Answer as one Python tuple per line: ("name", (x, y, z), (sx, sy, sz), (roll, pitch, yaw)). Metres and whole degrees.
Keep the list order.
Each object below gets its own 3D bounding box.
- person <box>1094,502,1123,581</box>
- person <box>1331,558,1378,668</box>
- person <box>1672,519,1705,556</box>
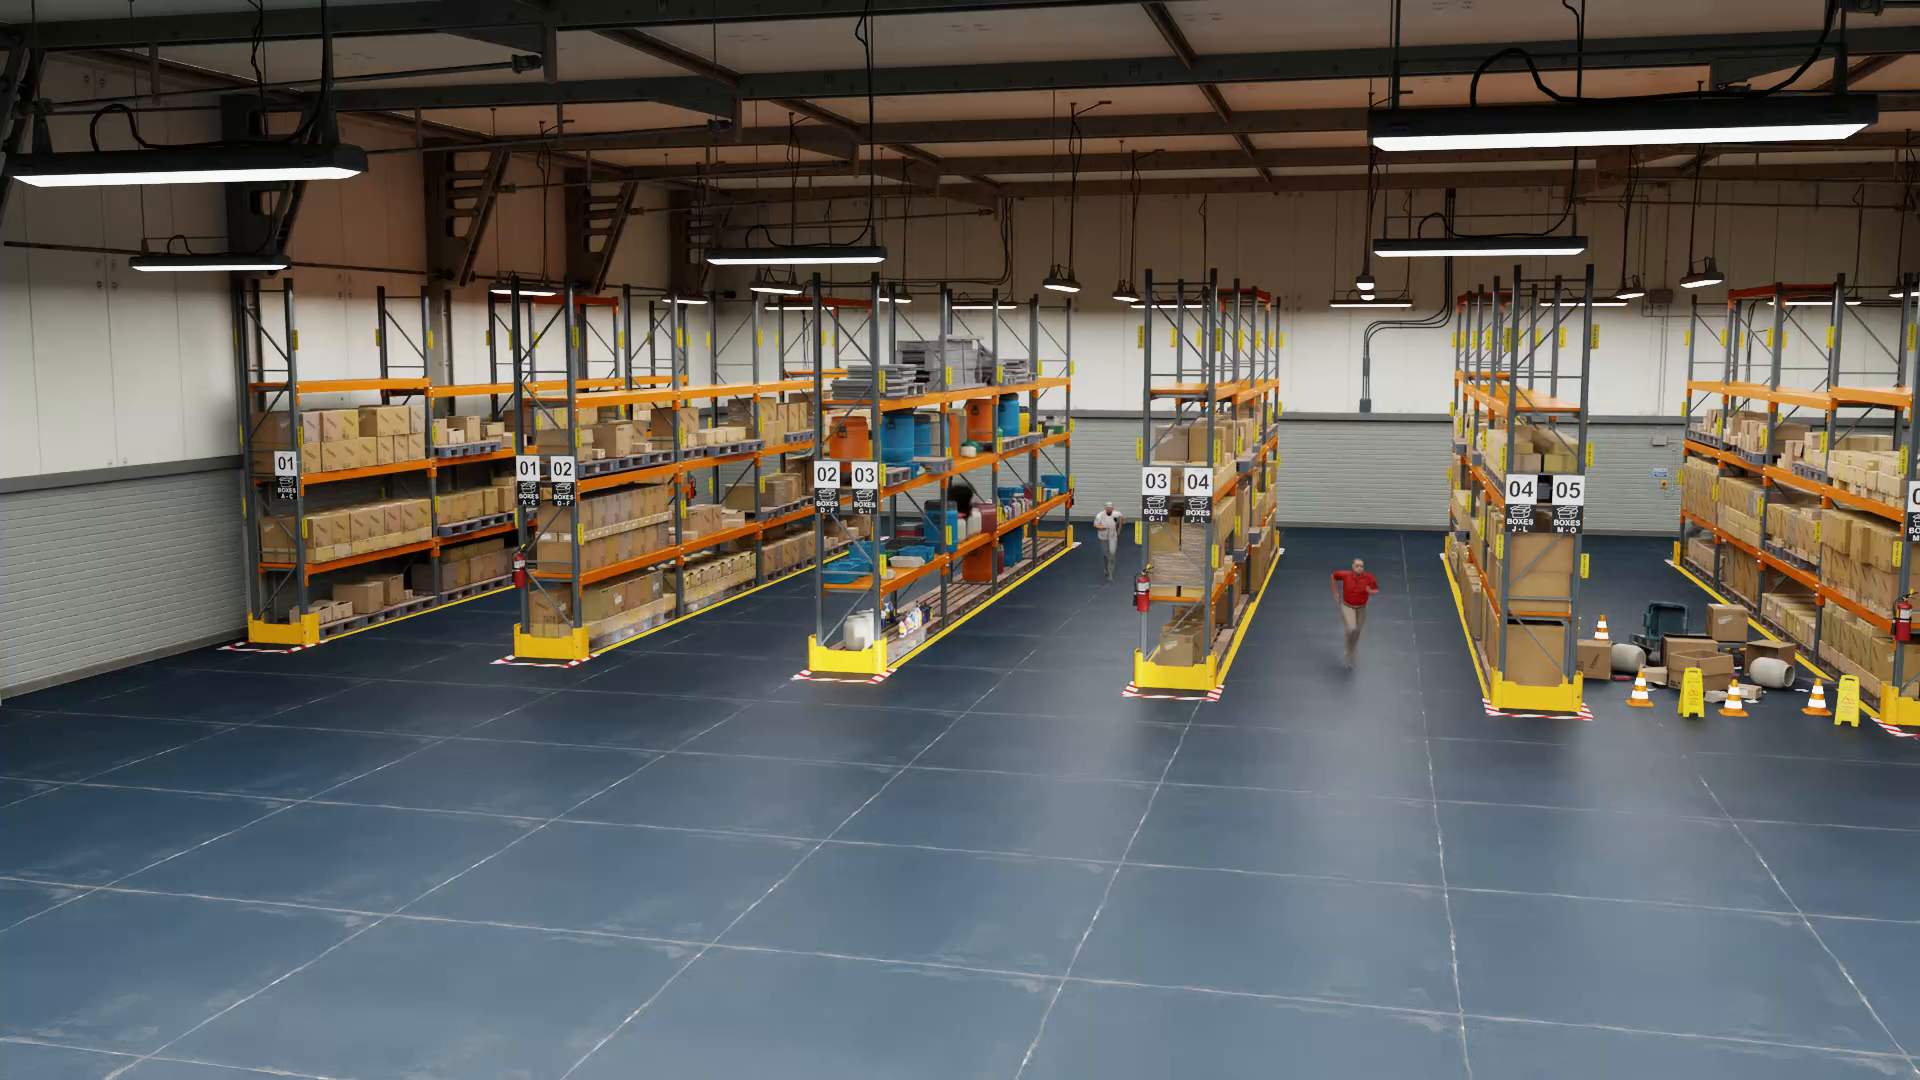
("person", (3.129, 0.002, 35.102), (0.604, 1.679, 0.972), (1, 7, 8))
("person", (6.069, 1.107, 25.634), (0.647, 1.714, 0.947), (0, 7, -3))
("person", (16.874, -0.412, 38.197), (0.923, 1.672, 0.660), (4, 8, 31))
